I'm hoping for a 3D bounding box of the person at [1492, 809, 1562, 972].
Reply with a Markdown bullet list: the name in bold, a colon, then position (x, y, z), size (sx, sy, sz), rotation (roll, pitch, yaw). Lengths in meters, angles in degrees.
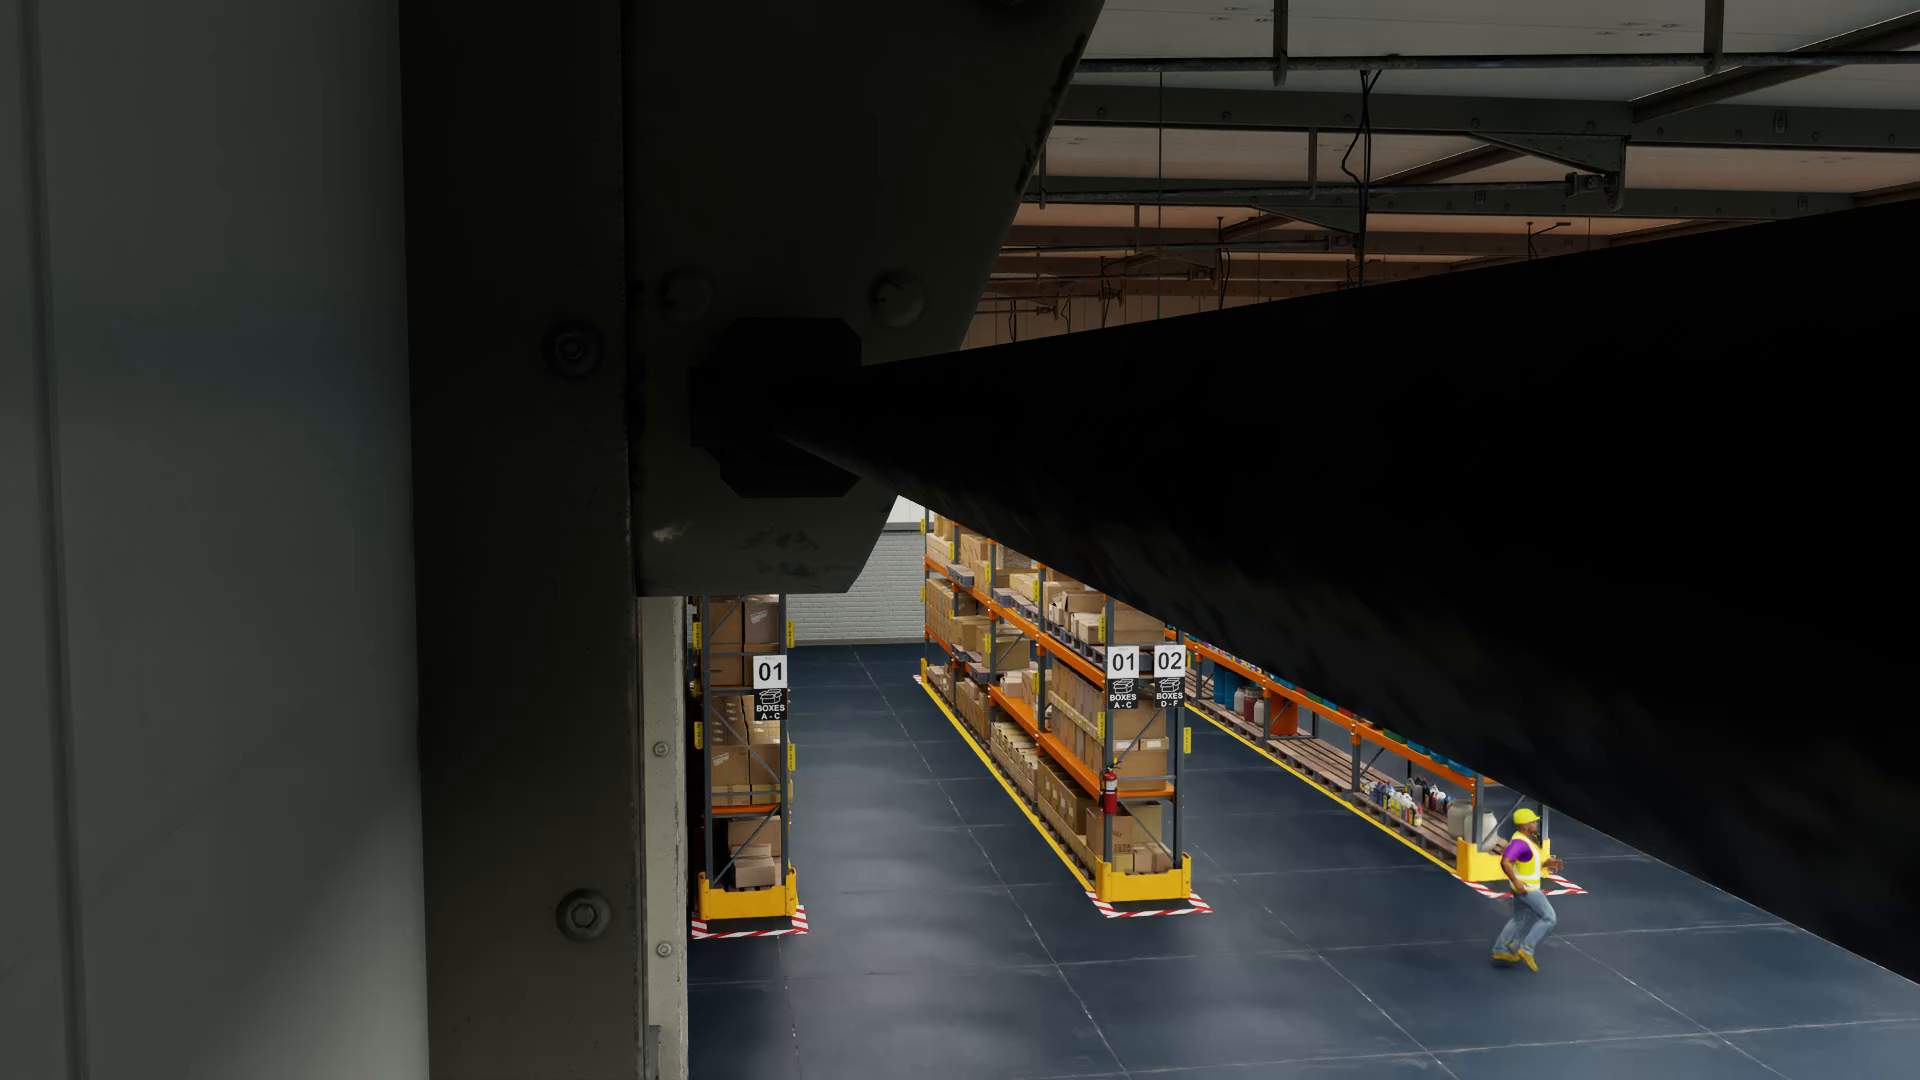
- **person**: position (6.250, 3.842, 18.301), size (0.714, 1.782, 0.670), rotation (1, 5, 12)
